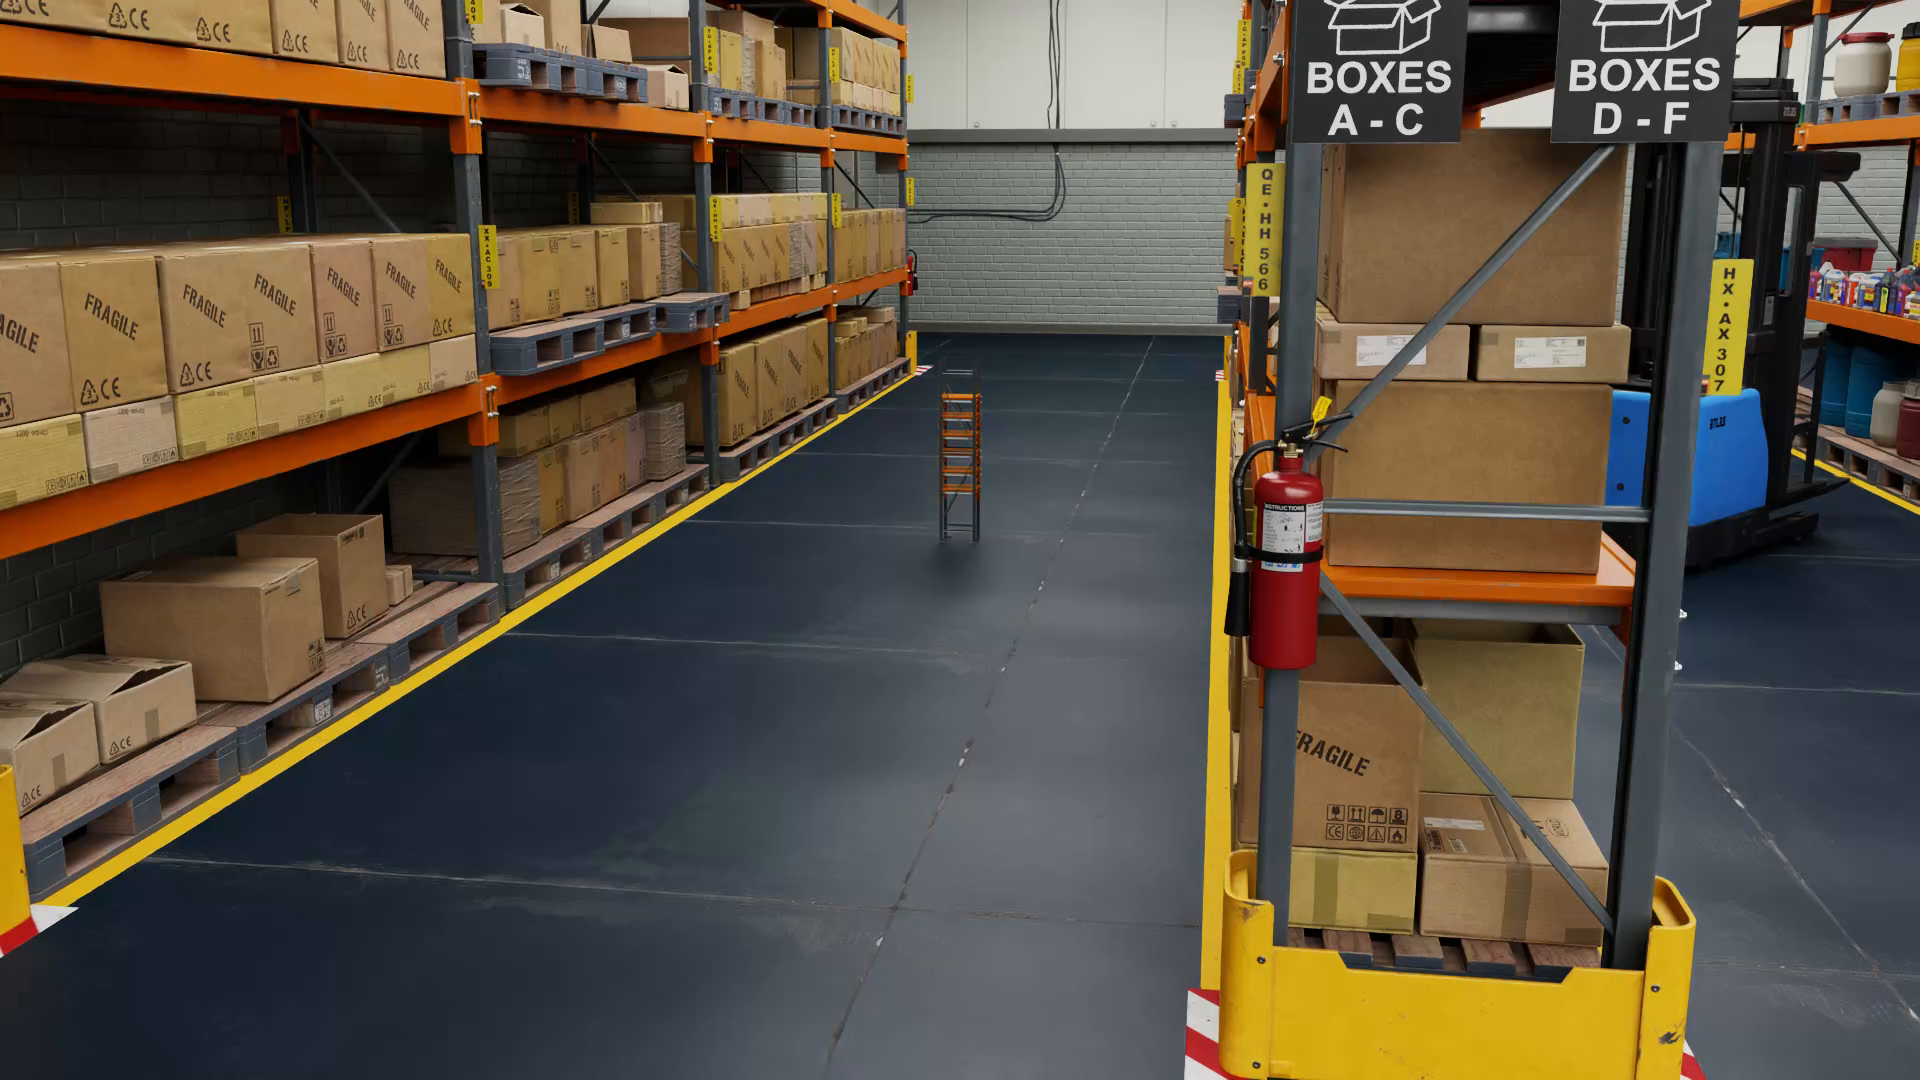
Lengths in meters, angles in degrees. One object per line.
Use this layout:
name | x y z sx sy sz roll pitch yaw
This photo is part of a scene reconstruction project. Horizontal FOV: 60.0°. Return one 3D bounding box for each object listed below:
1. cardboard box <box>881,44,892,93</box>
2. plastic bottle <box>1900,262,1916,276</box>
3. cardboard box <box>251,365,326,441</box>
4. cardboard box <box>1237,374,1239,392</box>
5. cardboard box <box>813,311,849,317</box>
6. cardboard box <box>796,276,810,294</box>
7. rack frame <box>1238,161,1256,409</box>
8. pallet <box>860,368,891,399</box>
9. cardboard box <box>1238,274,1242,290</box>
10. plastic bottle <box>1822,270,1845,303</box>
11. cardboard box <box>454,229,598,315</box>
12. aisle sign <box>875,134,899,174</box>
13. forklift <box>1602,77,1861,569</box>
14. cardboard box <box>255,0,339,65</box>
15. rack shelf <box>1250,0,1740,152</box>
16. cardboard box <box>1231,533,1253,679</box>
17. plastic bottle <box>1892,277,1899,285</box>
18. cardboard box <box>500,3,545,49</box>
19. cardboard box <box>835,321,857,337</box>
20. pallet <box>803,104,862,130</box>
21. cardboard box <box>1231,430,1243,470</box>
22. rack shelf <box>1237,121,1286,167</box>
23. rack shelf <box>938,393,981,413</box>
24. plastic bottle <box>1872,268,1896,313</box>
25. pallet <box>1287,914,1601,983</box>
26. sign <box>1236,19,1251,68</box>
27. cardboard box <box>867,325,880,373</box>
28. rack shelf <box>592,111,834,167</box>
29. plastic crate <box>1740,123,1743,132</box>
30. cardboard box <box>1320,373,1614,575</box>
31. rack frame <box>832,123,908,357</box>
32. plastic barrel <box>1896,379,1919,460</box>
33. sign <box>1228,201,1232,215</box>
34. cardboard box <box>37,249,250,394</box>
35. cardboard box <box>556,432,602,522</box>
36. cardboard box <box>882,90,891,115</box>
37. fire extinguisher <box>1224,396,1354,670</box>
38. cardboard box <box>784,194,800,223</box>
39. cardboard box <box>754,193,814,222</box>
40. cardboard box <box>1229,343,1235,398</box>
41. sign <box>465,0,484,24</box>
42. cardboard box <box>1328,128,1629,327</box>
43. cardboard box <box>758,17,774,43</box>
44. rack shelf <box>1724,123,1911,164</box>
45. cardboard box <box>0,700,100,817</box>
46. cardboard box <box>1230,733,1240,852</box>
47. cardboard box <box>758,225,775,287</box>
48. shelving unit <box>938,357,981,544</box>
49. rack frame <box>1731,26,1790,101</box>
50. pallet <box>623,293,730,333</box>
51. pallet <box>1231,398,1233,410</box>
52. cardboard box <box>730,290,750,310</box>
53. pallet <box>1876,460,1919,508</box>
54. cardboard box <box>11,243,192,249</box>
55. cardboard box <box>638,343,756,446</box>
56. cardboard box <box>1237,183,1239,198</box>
cardboard box | -1.071 -5.308 18.724 0.500 0.500 0.500 2 12 10
plastic bottle | 8.073 -2.184 14.124 0.144 0.351 0.185 2 12 9
cardboard box | -2.982 -0.576 6.853 0.500 0.250 0.500 2 12 9
cardboard box | 2.441 -1.308 13.050 0.500 0.250 0.500 2 12 11
cardboard box | -1.482 -2.532 19.021 0.380 0.149 0.250 2 12 9
cardboard box | -1.610 -2.371 15.424 0.380 0.149 0.250 2 12 9
rack frame | 2.525 -1.734 11.919 1.000 3.000 0.127 2 12 9
pallet | -1.376 -1.774 18.722 1.003 0.211 1.213 2 12 9
cardboard box | 2.510 -2.123 12.489 0.700 0.500 0.500 -2 12 -10
plastic bottle | 7.530 -2.184 14.304 0.152 0.276 0.135 2 12 9
cardboard box | -2.710 -1.684 10.405 0.700 0.500 0.500 4 13 16
aisle sign | -0.833 -4.835 20.138 0.394 0.787 0.004 2 12 9
forklift | 5.091 -1.494 10.970 3.031 2.935 1.130 -11 16 -42
cardboard box | -2.957 -2.251 6.915 0.500 0.500 0.500 1 12 6
rack shelf | 1.602 -1.600 5.883 1.077 0.370 4.000 2 12 9
cardboard box | 1.300 0.270 6.371 0.500 0.500 0.500 2 12 9
plastic bottle | 7.344 -1.916 13.040 0.061 0.283 0.133 2 12 9
cardboard box | -2.728 -2.928 9.556 0.500 0.311 0.500 2 12 10
cardboard box | -1.306 -2.244 17.685 0.380 0.149 0.250 2 12 11
pallet | -1.619 -4.319 17.006 1.003 0.211 1.213 2 12 9
cardboard box | 2.001 -0.554 10.642 0.500 0.311 0.500 2 12 7
rack shelf | 2.832 -3.265 13.610 1.077 0.370 4.000 2 12 9
rack shelf | -0.002 -0.892 10.787 0.258 0.103 0.180 2 12 9
plastic bottle | 7.350 -1.982 13.189 0.144 0.351 0.185 2 12 9
pallet | 1.370 1.134 5.230 1.003 0.211 1.213 2 12 9
sign | 1.989 -3.471 11.632 0.100 0.325 0.005 2 12 9
cardboard box | -1.303 -2.184 18.946 0.700 0.500 0.500 1 12 7
rack shelf | -2.063 -3.425 14.352 1.077 0.370 4.000 2 12 9
plastic crate | 8.003 -4.195 16.500 0.437 0.282 0.530 2 12 9
cardboard box | 1.379 -0.214 4.630 0.700 0.500 0.500 2 12 9
rack frame | -1.140 -3.559 20.387 1.000 3.000 0.127 2 12 9
plastic barrel | 7.651 -0.937 12.946 0.600 0.588 0.708 2 12 9
sign | 3.219 -3.840 19.636 0.100 0.325 0.005 2 12 9
cardboard box | -3.059 -0.831 6.257 0.500 0.500 0.500 1 12 7
cardboard box | -2.741 -0.422 10.720 0.700 0.500 0.500 2 12 9
cardboard box | -1.070 -4.937 18.782 0.500 0.250 0.500 1 12 7
fire extinguisher | 0.817 -0.021 4.155 0.296 0.674 0.183 2 12 9
cardboard box | -1.741 -2.979 14.926 0.500 0.250 0.500 2 12 10
cardboard box | -1.663 -3.085 15.419 0.500 0.250 0.500 2 12 10
cardboard box | 2.947 -1.687 16.592 0.500 0.500 0.500 2 12 9
sign | -2.449 -2.764 8.352 0.100 0.325 0.005 2 12 9
cardboard box | 1.387 -0.859 4.544 0.700 0.500 0.500 2 12 9
cardboard box | -2.020 -4.644 15.241 0.500 0.250 0.500 3 12 13
rack shelf | 8.341 -3.936 16.726 1.077 0.370 4.000 2 12 9
cardboard box | -3.406 0.730 5.824 0.500 0.311 0.500 0 12 2
cardboard box | 1.150 0.845 5.484 0.500 0.250 0.500 2 12 9
cardboard box | -1.876 -2.402 14.030 0.500 0.500 0.500 2 12 8
shelving unit | -0.002 -0.584 10.853 0.258 1.200 0.189 2 12 9
rack frame | 8.649 -6.171 18.266 1.000 3.000 0.127 2 12 9
pallet | -2.375 -1.648 11.976 1.213 0.211 1.003 2 12 9
pallet | 3.246 -1.346 16.739 1.003 0.211 1.213 2 12 9
cardboard box | -1.919 -1.946 13.453 0.380 0.149 0.250 2 12 10
pallet | 7.499 -0.375 12.232 1.003 0.211 1.213 2 12 9
cardboard box | -3.499 -0.953 6.826 0.500 0.500 0.500 2 12 9
cardboard box | -2.128 -1.197 13.533 0.750 0.750 0.750 2 12 8
cardboard box | 3.038 -3.325 16.689 0.500 0.500 0.500 2 12 8
